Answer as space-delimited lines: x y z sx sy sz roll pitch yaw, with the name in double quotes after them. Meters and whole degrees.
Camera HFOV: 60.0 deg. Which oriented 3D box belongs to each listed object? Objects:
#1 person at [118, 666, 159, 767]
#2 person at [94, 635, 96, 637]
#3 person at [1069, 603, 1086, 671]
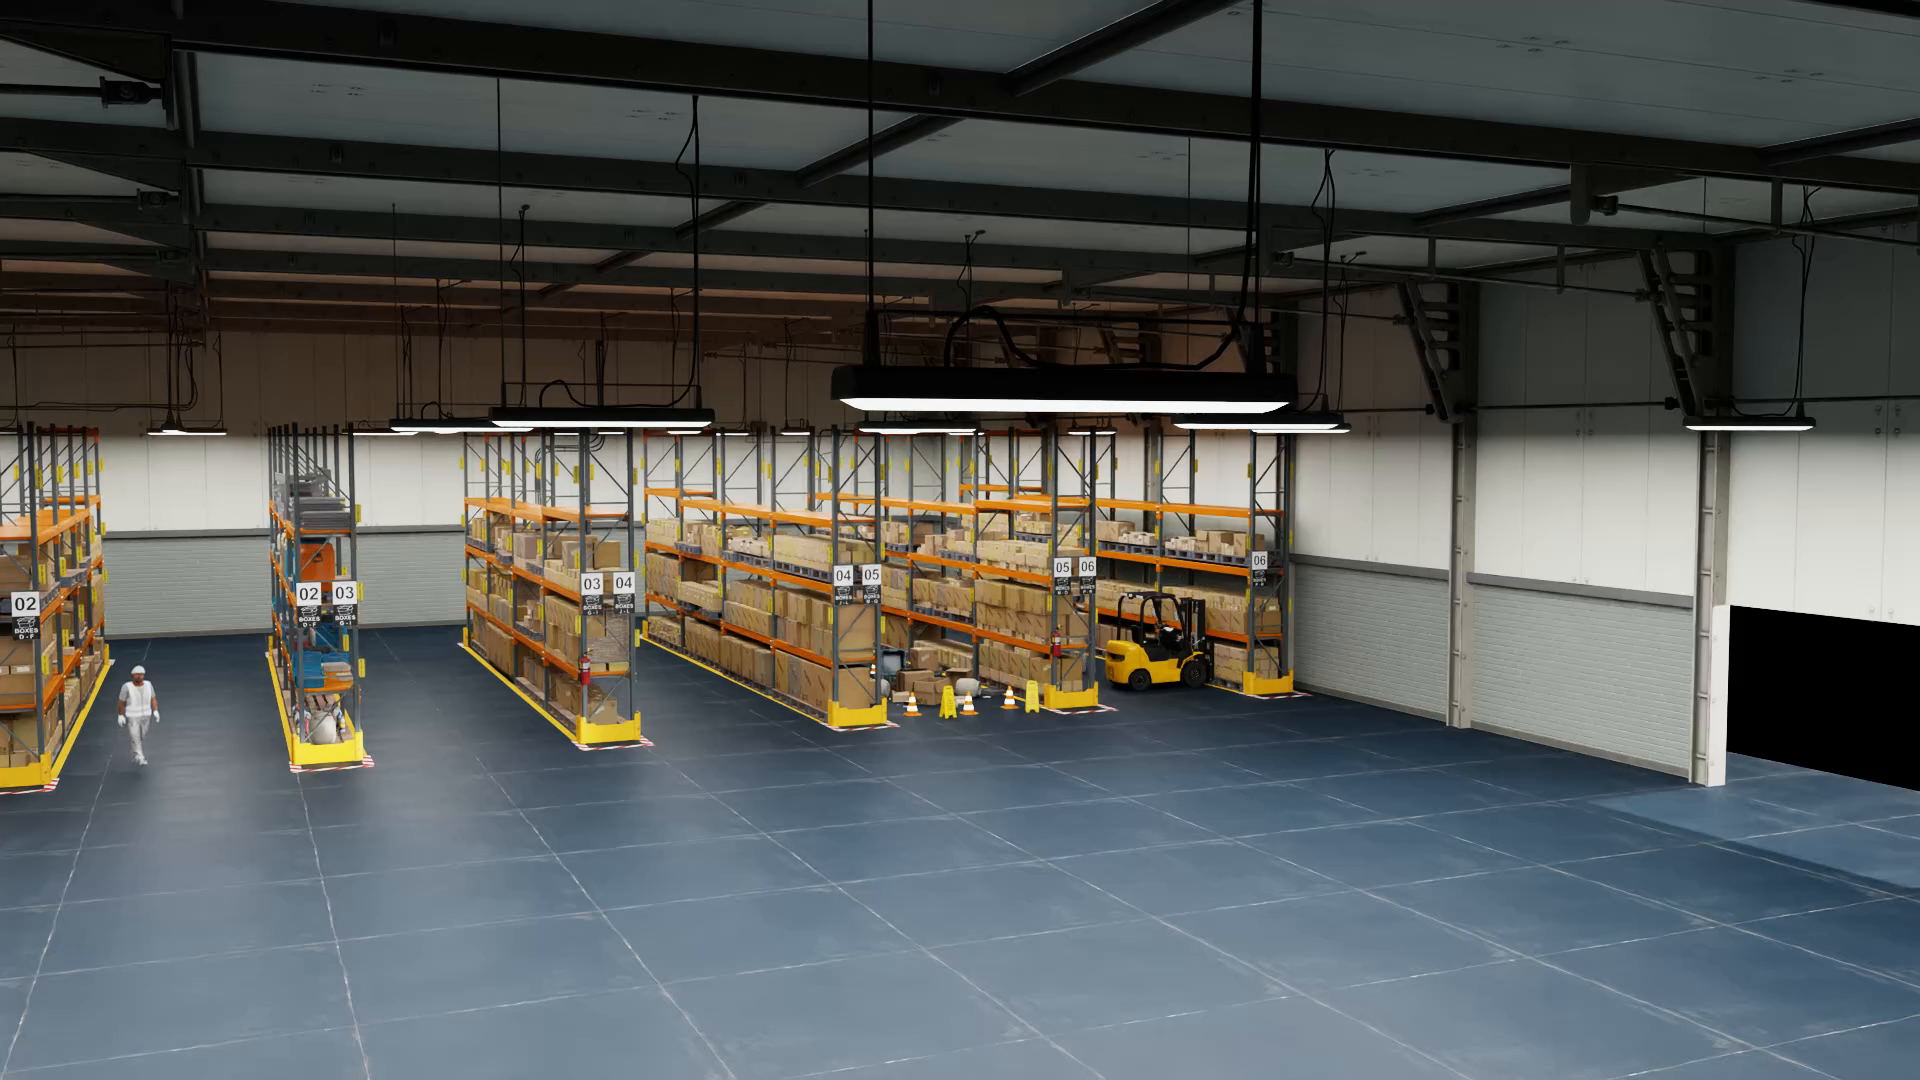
-14.272 3.056 28.978 1.065 1.722 0.578 2 4 36 "person"
-22.948 2.284 43.614 0.930 1.522 0.420 -1 4 -15 "person"
2.921 2.413 40.840 0.477 1.743 0.580 -2 4 -31 "person"
